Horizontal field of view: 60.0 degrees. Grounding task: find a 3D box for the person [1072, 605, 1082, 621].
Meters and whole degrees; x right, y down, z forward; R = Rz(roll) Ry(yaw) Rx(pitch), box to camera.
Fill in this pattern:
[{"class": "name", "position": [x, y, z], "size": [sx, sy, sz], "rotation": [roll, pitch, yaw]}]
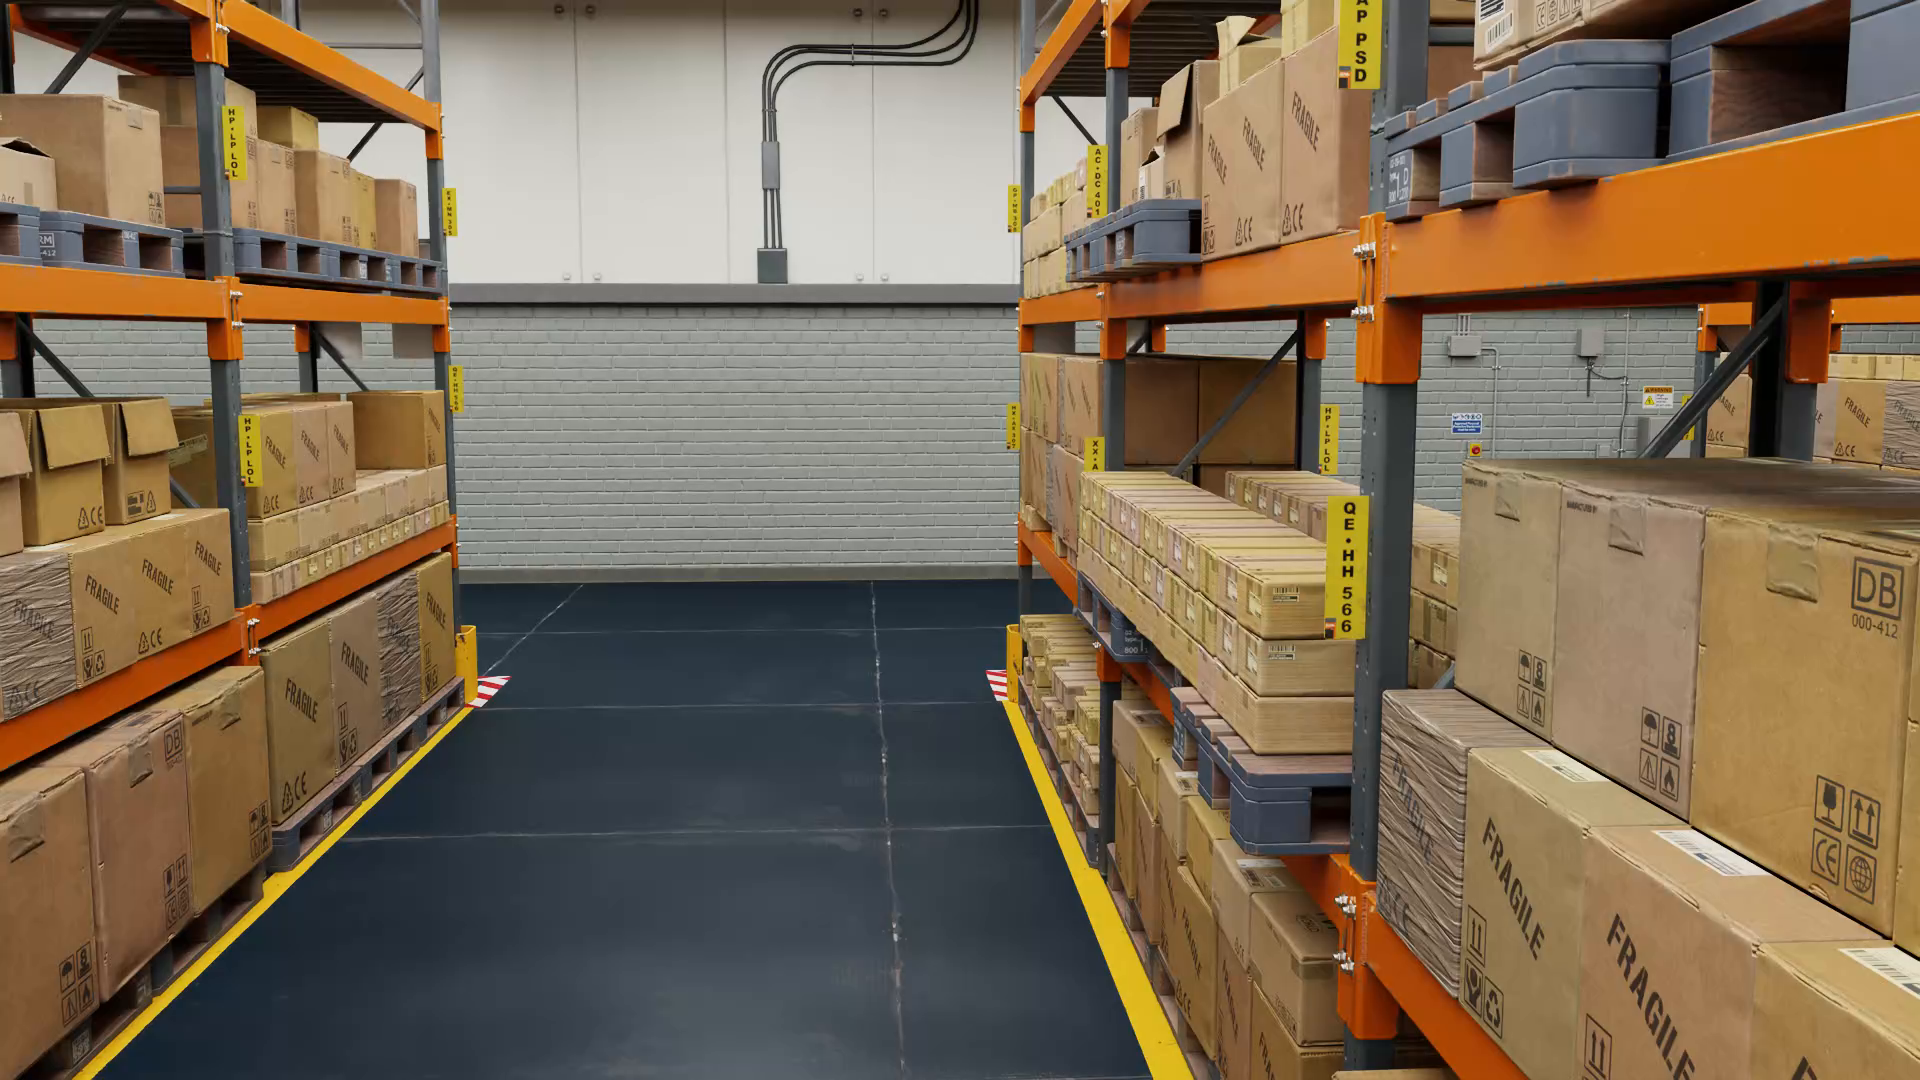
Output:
[{"class": "person", "position": [1.144, -0.068, 14.800], "size": [0.393, 1.661, 0.532], "rotation": [-1, 7, -7]}]
